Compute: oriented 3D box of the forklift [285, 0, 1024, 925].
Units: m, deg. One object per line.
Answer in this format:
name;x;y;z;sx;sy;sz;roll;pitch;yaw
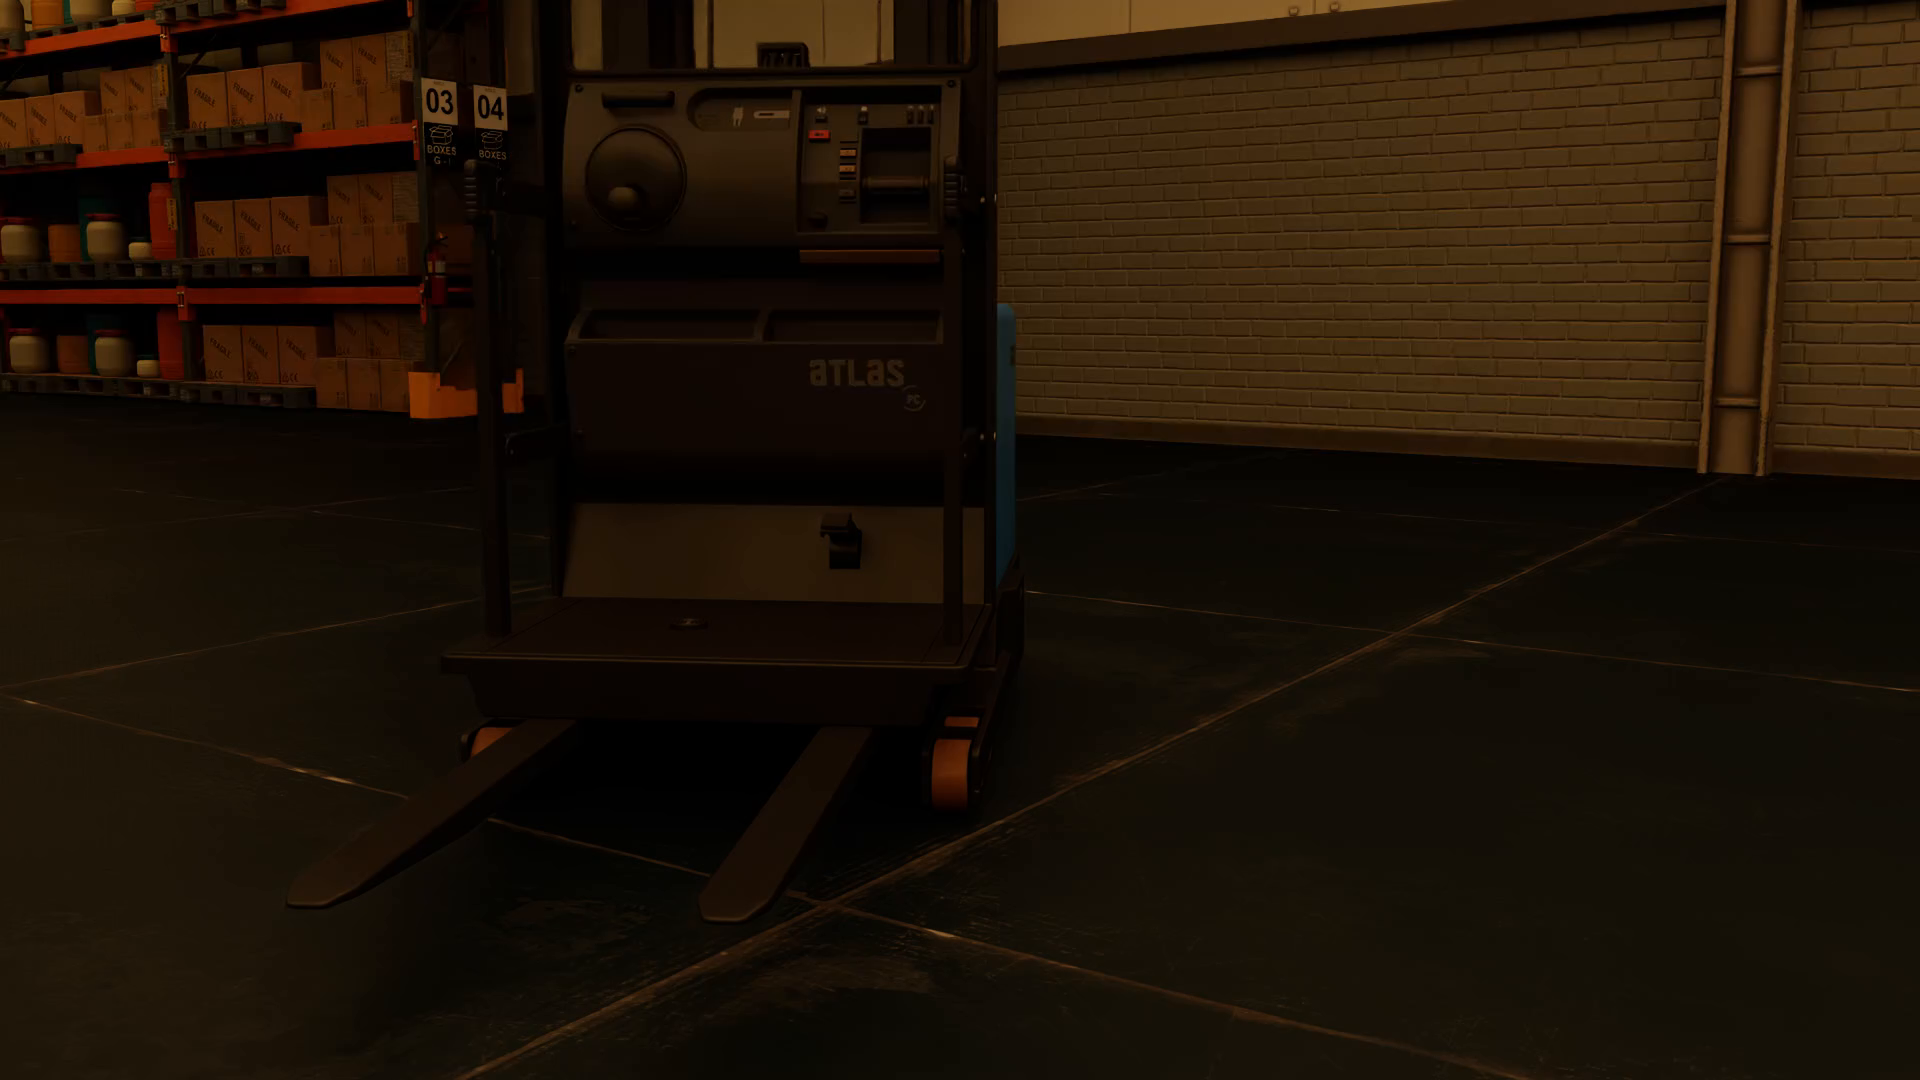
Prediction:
forklift;-0.480;-0.919;3.655;1.130;2.935;3.031;1;8;6
